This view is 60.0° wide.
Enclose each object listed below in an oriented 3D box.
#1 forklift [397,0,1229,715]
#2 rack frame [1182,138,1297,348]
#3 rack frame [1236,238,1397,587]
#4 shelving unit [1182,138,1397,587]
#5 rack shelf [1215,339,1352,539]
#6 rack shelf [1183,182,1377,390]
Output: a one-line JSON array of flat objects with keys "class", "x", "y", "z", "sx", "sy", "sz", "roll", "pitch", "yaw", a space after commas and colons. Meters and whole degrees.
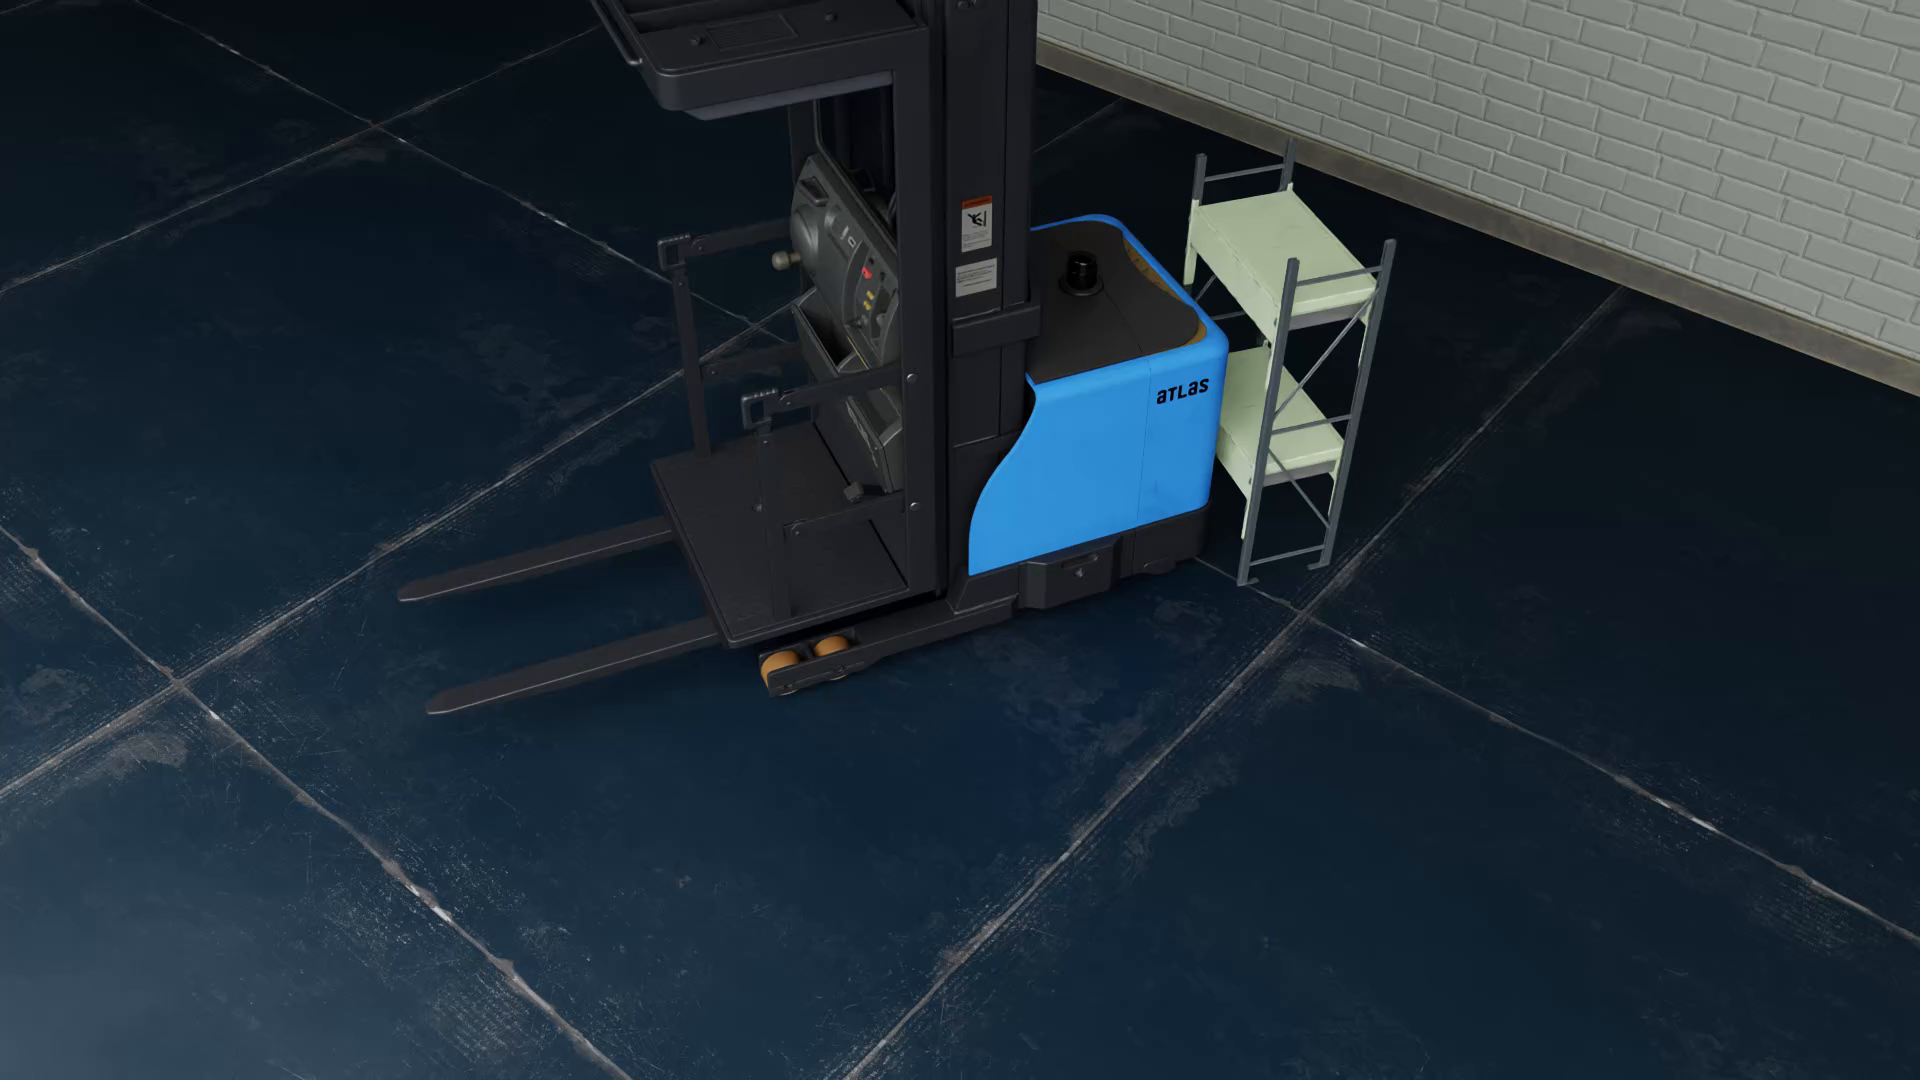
[{"class": "forklift", "x": -0.580, "y": -0.919, "z": 5.582, "sx": 3.031, "sy": 2.935, "sz": 1.130, "roll": -16, "pitch": 45, "yaw": -17}, {"class": "rack frame", "x": 1.051, "y": -0.886, "z": 6.609, "sx": 0.400, "sy": 1.500, "sz": 0.023, "roll": -13, "pitch": 44, "yaw": -14}, {"class": "rack frame", "x": 1.285, "y": -0.420, "z": 6.095, "sx": 0.400, "sy": 1.500, "sz": 0.023, "roll": -13, "pitch": 44, "yaw": -14}, {"class": "shelving unit", "x": 1.168, "y": -0.653, "z": 6.352, "sx": 0.431, "sy": 1.500, "sz": 0.755, "roll": -13, "pitch": 44, "yaw": -14}, {"class": "rack shelf", "x": 1.167, "y": -0.412, "z": 6.571, "sx": 0.431, "sy": 0.370, "sz": 0.720, "roll": -13, "pitch": 44, "yaw": -14}, {"class": "rack shelf", "x": 1.170, "y": -0.942, "z": 6.090, "sx": 0.431, "sy": 0.370, "sz": 0.720, "roll": -13, "pitch": 44, "yaw": -14}]
